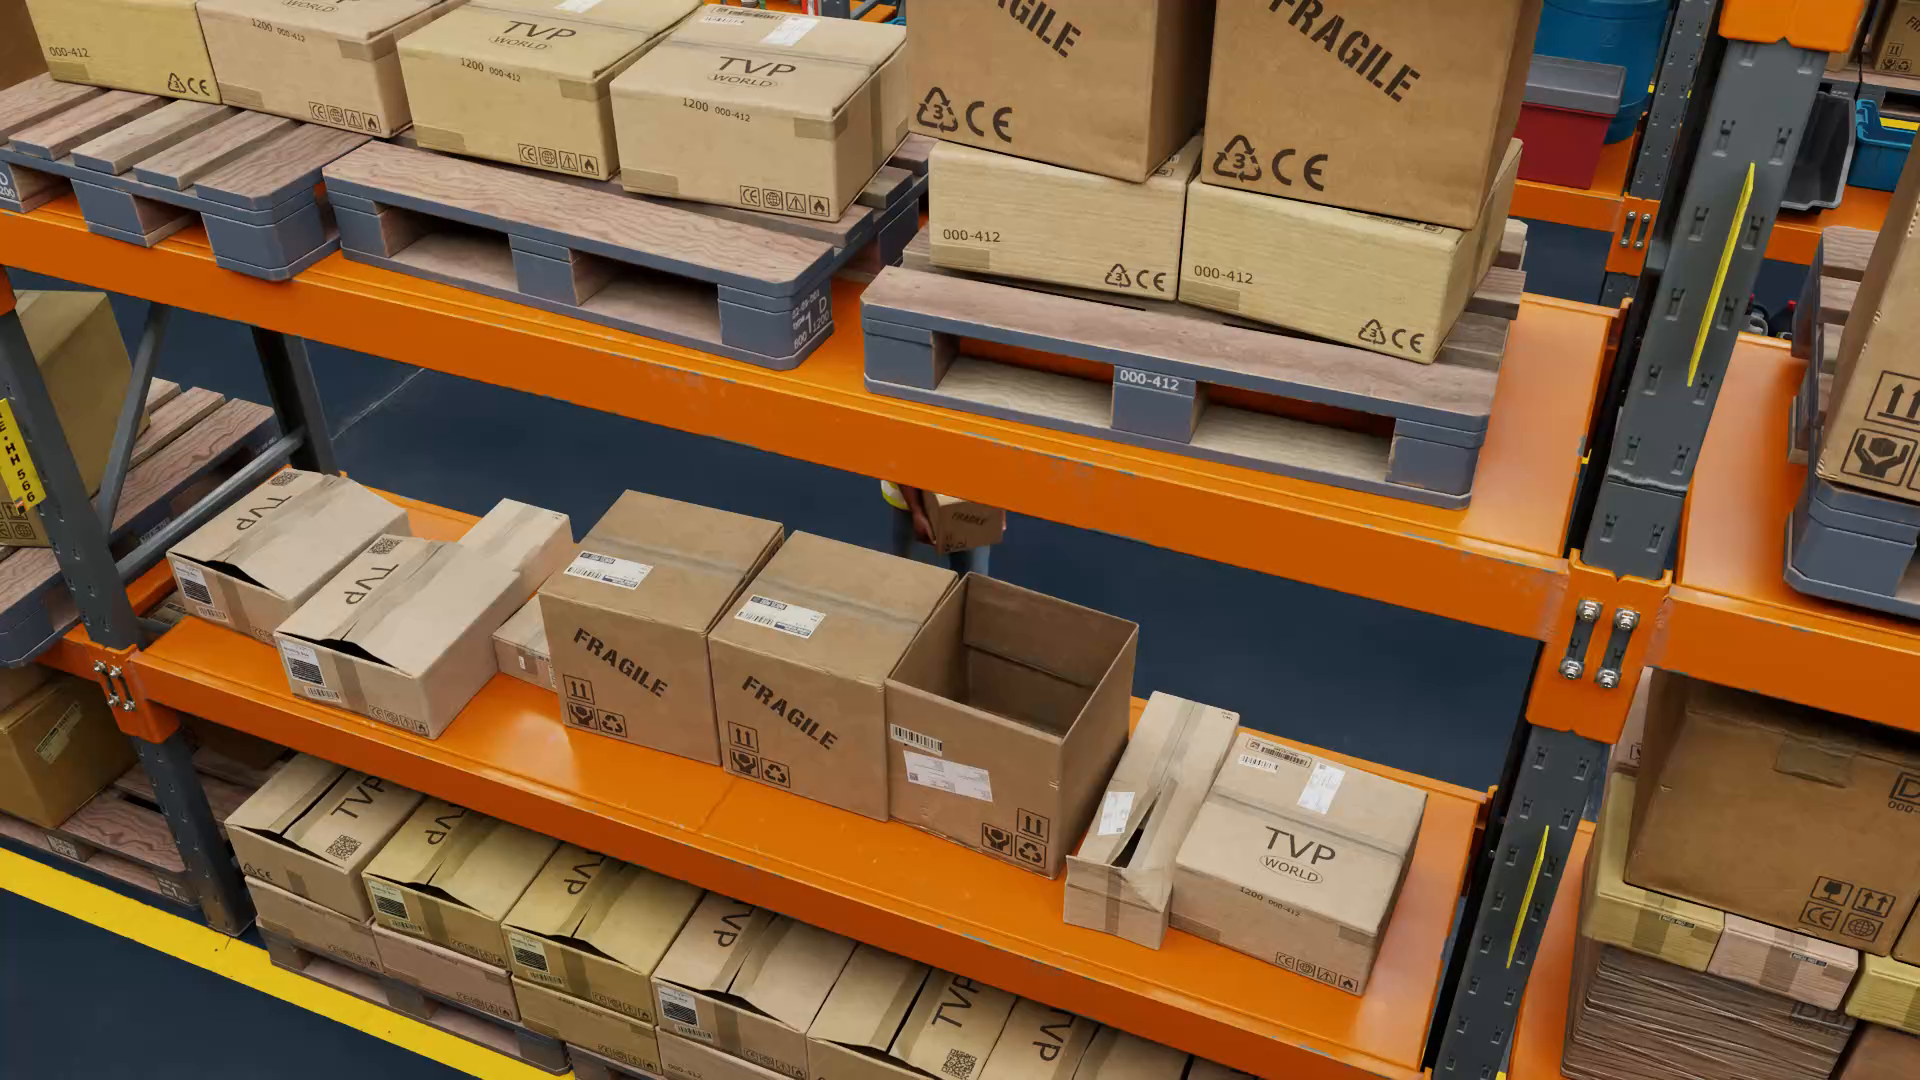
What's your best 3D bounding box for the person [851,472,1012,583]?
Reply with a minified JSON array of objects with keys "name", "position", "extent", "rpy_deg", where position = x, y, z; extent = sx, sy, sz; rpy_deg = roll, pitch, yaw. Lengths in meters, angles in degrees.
[{"name":"person","position":[-0.072,-0.157,6.321],"extent":[0.664,1.767,0.576],"rpy_deg":[-12,39,-16]}]
